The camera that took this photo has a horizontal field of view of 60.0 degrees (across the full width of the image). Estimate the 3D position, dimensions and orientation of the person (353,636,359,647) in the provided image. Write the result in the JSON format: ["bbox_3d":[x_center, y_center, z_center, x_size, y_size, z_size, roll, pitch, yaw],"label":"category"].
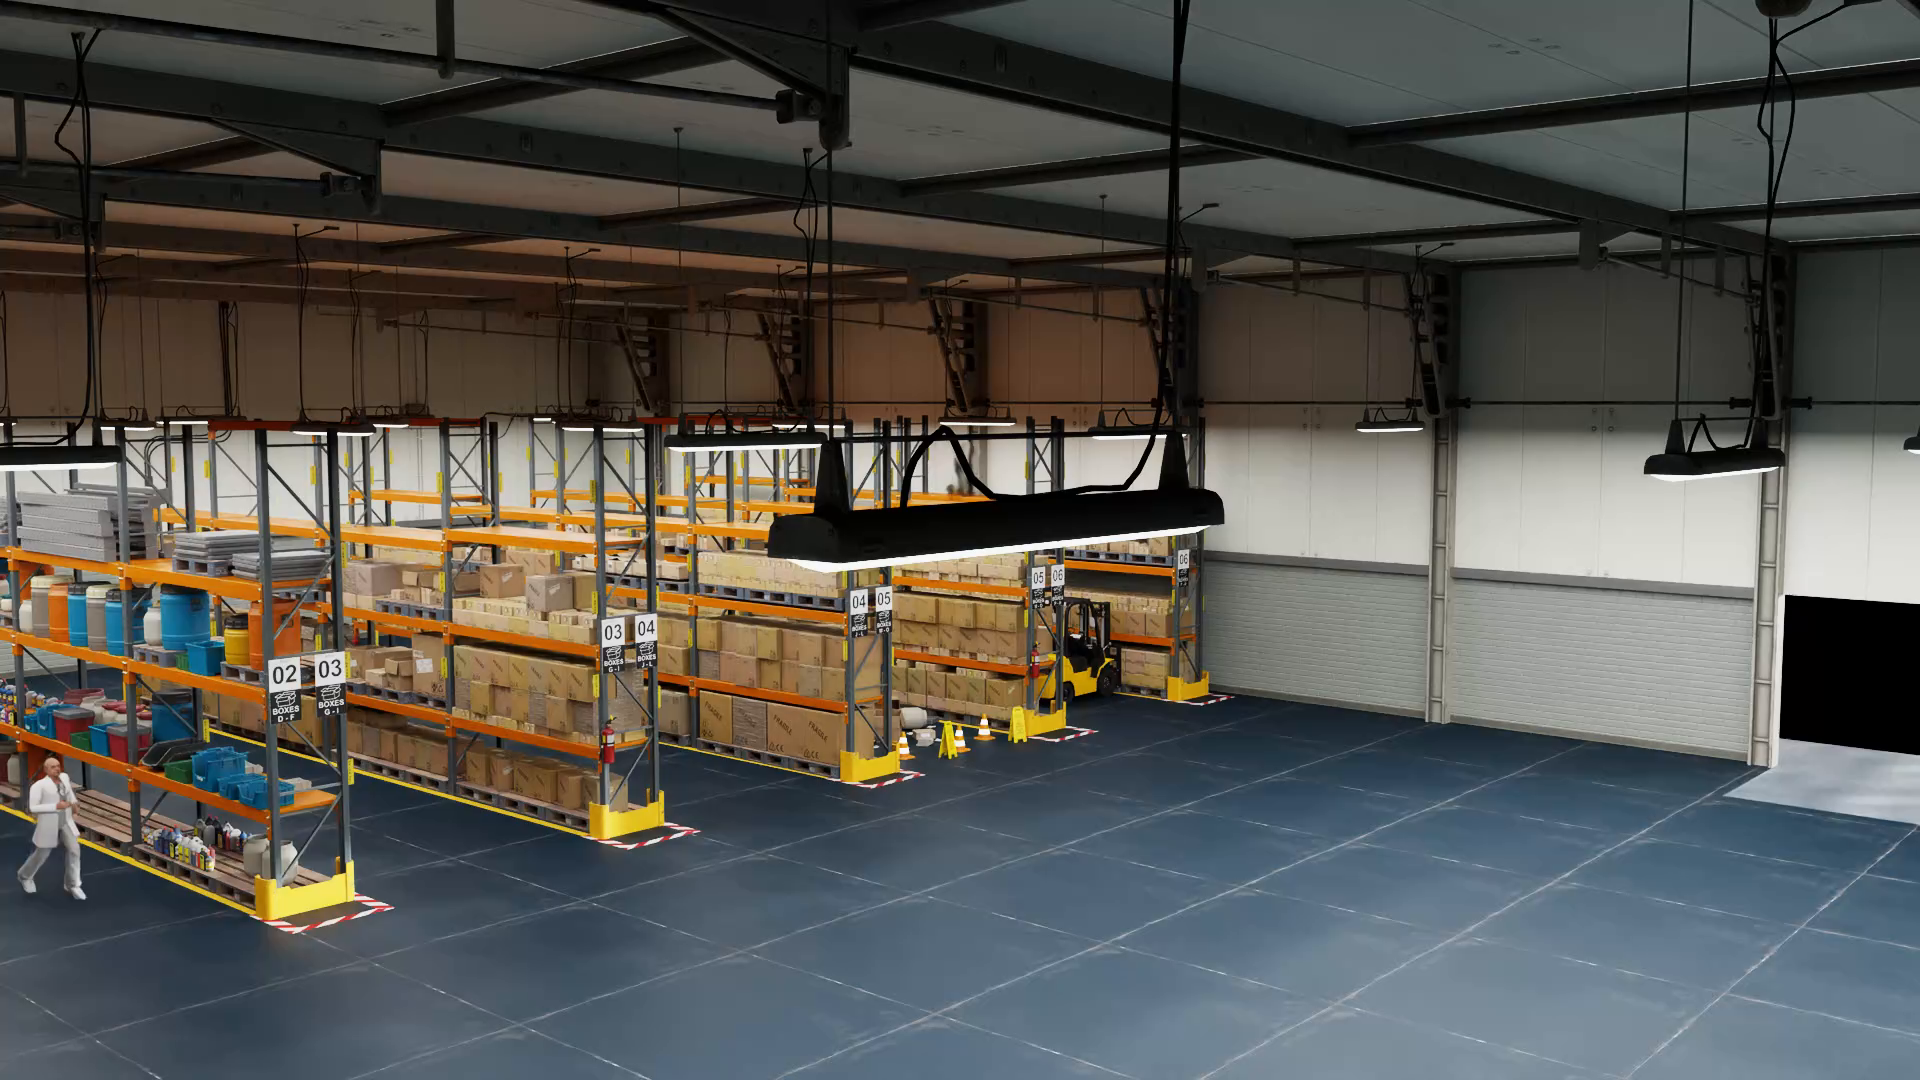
[{"bbox_3d":[-12.768,2.618,34.654,0.677,1.689,0.678,4,6,41],"label":"person"}]

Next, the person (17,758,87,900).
[{"bbox_3d":[-11.618,3.676,21.269,1.002,1.829,0.728,2,5,27],"label":"person"}]
